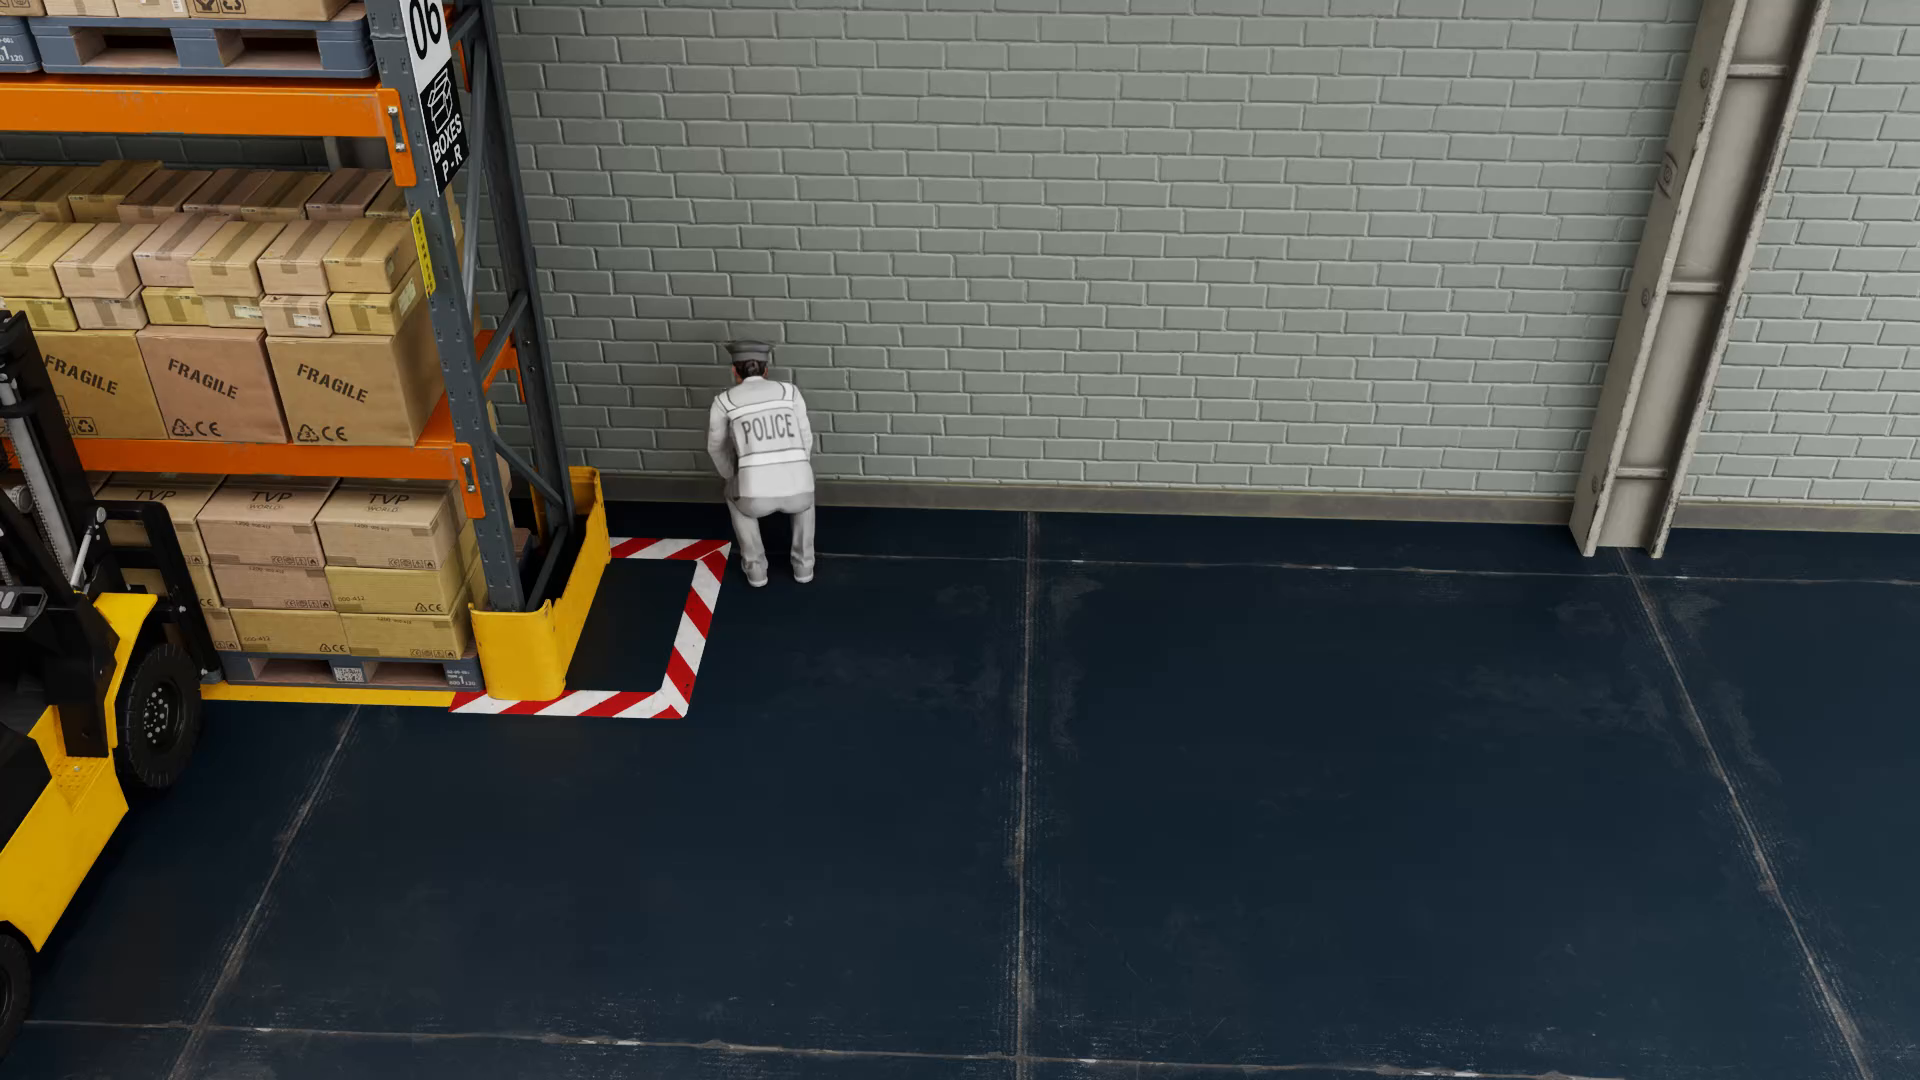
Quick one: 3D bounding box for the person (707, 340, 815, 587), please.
[{"bbox_3d":[-0.956,-0.358,8.062,0.515,1.139,0.802,-6,36,-8],"label":"person"}]
